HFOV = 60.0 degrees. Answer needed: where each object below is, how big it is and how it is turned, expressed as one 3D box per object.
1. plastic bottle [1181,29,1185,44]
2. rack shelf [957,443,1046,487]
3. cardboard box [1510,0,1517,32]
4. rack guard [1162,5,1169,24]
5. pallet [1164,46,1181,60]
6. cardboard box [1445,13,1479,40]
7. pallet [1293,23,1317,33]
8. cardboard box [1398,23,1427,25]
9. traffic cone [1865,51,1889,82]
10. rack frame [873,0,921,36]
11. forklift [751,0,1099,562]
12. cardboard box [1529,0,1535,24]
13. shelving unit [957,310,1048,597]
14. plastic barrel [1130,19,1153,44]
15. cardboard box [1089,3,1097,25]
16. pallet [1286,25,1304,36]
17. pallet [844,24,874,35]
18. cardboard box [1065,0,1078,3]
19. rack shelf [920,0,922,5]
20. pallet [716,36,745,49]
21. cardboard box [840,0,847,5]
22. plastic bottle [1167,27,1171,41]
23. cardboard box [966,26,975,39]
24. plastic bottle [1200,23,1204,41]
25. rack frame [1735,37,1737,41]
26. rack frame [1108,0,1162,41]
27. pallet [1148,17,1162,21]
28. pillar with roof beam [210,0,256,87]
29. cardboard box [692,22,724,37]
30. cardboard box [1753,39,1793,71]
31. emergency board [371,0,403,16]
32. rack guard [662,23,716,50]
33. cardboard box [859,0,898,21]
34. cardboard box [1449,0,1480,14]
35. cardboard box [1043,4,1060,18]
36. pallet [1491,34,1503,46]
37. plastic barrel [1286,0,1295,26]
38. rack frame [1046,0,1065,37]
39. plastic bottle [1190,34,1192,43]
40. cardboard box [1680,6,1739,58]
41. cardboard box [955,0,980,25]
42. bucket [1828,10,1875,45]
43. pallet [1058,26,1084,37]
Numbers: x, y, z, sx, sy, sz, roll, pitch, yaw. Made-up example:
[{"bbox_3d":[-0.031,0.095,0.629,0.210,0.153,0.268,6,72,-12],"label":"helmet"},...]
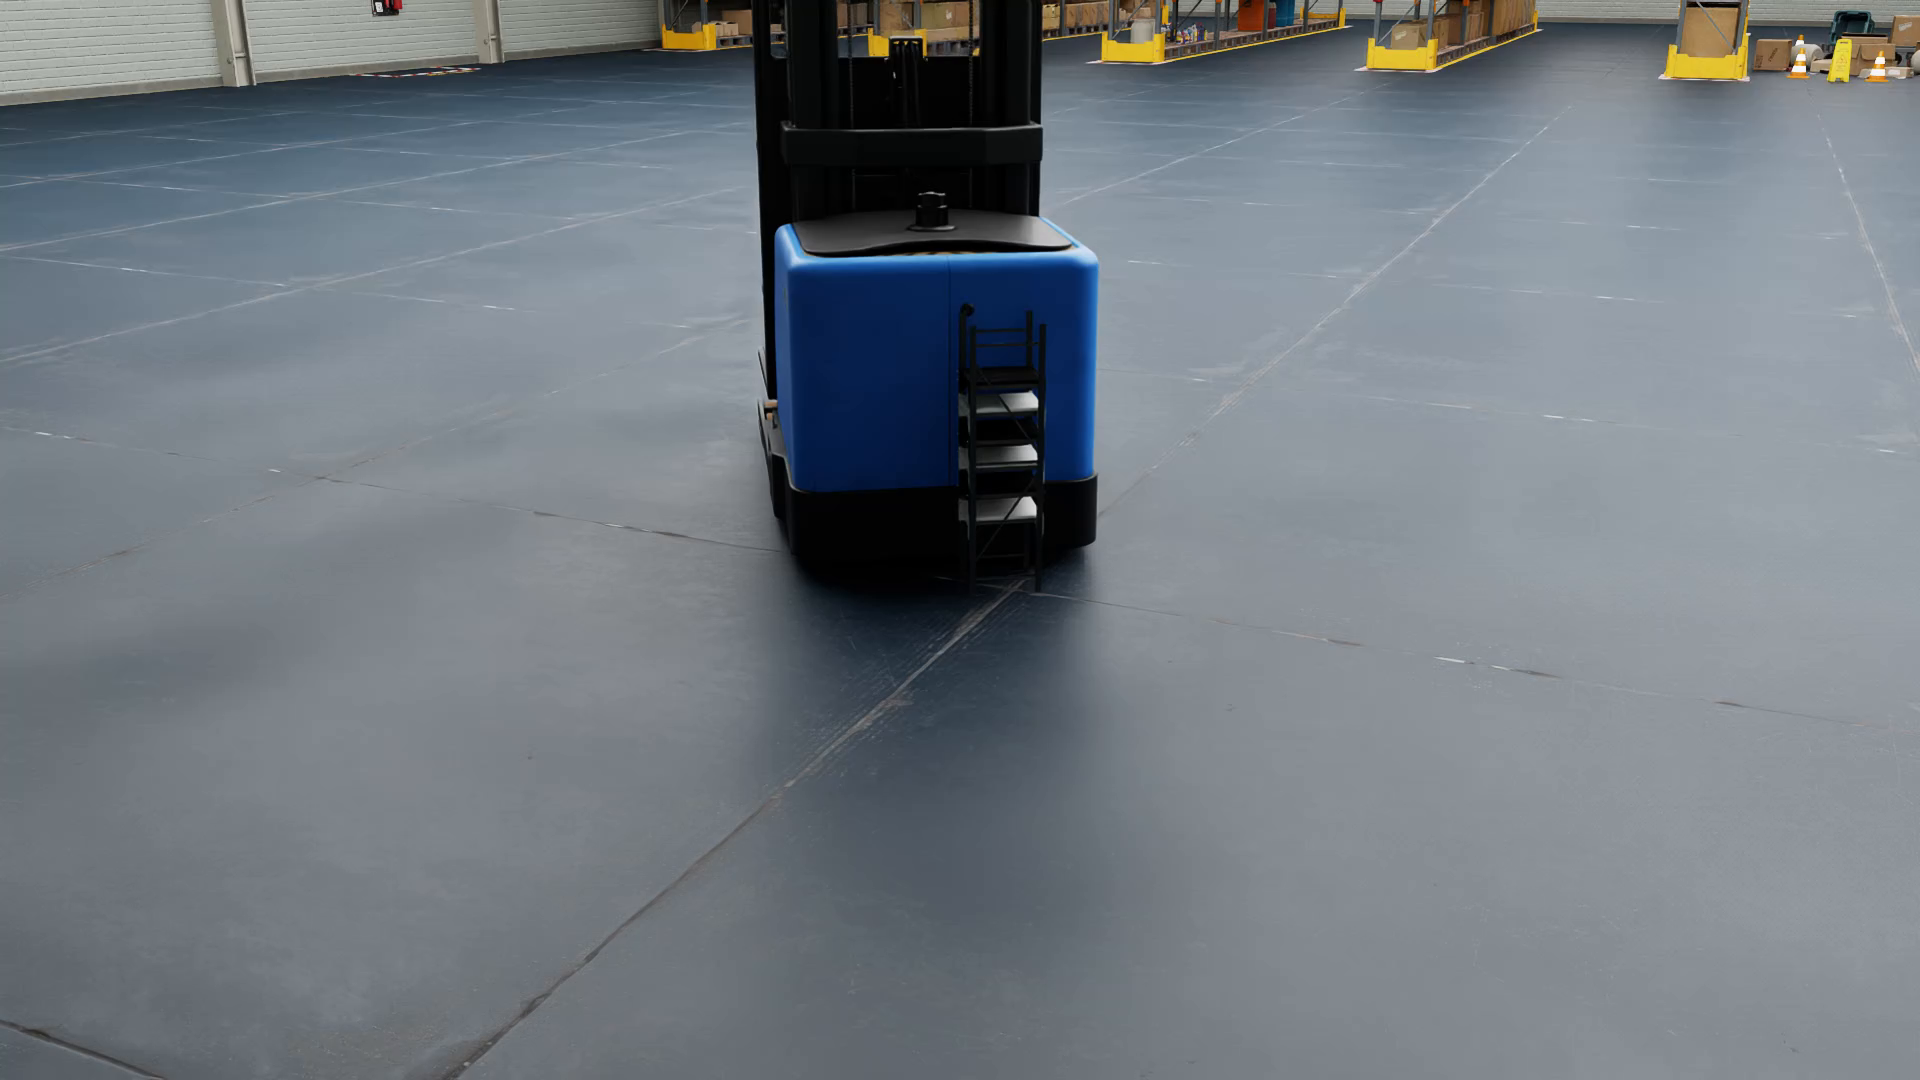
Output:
[{"bbox_3d":[4.409,-9.949,32.866,0.061,0.283,0.133,9,21,24],"label":"plastic bottle"},{"bbox_3d":[0.133,-0.245,5.415,0.258,0.077,0.200,-3,20,-9],"label":"rack shelf"},{"bbox_3d":[12.097,-12.158,38.222,1.225,0.875,0.875,8,21,21],"label":"cardboard box"},{"bbox_3d":[5.276,-14.815,46.880,1.175,0.500,0.348,9,21,23],"label":"rack guard"},{"bbox_3d":[3.599,-9.407,32.106,1.003,0.211,1.213,9,21,23],"label":"pallet"},{"bbox_3d":[10.370,-10.686,34.614,0.700,0.500,0.500,11,22,27],"label":"cardboard box"},{"bbox_3d":[8.453,-13.028,42.288,1.003,0.211,1.213,9,21,23],"label":"pallet"},{"bbox_3d":[8.276,-9.160,30.354,0.500,0.500,0.500,15,25,37],"label":"cardboard box"},{"bbox_3d":[14.680,-7.566,26.553,0.336,0.463,0.334,9,21,23],"label":"traffic cone"},{"bbox_3d":[-1.245,-11.125,32.773,1.000,3.000,0.127,9,21,23],"label":"rack frame"},{"bbox_3d":[-0.273,-1.764,6.554,1.130,2.935,3.031,-3,20,-9],"label":"forklift"},{"bbox_3d":[14.154,-13.645,42.406,0.875,0.875,0.875,9,21,23],"label":"cardboard box"},{"bbox_3d":[0.133,-0.277,5.404,0.258,0.900,0.210,-3,20,-9],"label":"shelving unit"},{"bbox_3d":[3.473,-9.681,31.801,0.421,0.512,0.421,0,20,0],"label":"plastic barrel"},{"bbox_3d":[3.107,-13.173,41.608,0.500,0.500,0.500,8,21,21],"label":"cardboard box"},{"bbox_3d":[7.833,-12.568,40.994,1.003,0.211,1.213,9,21,23],"label":"pallet"},{"bbox_3d":[-2.811,-12.696,41.354,1.003,0.211,1.213,9,21,23],"label":"pallet"},{"bbox_3d":[2.635,-13.602,41.695,0.500,0.250,0.500,8,21,22],"label":"cardboard box"},{"bbox_3d":[-0.426,-11.397,34.613,1.077,0.370,4.000,9,21,23],"label":"rack shelf"},{"bbox_3d":[-5.369,-10.756,35.898,1.003,0.211,1.213,9,21,23],"label":"pallet"},{"bbox_3d":[-3.027,-13.239,40.673,0.500,0.250,0.500,9,21,24],"label":"cardboard box"},{"bbox_3d":[4.253,-10.338,33.976,0.097,0.271,0.097,0,20,0],"label":"plastic bottle"},{"bbox_3d":[-0.002,-10.772,35.257,0.500,0.250,0.500,9,21,23],"label":"cardboard box"},{"bbox_3d":[4.910,-10.389,34.003,0.144,0.351,0.185,8,21,21],"label":"plastic bottle"},{"bbox_3d":[13.913,-10.276,30.386,1.000,3.000,0.127,9,21,23],"label":"rack frame"},{"bbox_3d":[3.273,-10.444,30.859,1.000,3.000,0.127,9,21,23],"label":"rack frame"},{"bbox_3d":[4.951,-14.435,46.243,1.003,0.211,1.213,9,21,23],"label":"pallet"},{"bbox_3d":[-7.254,-10.703,22.636,9.100,9.000,0.400,9,21,23],"label":"pillar with roof beam"},{"bbox_3d":[-5.400,-10.943,35.618,0.500,0.311,0.500,6,20,17],"label":"cardboard box"},{"bbox_3d":[14.214,-8.484,29.074,0.500,0.500,0.500,13,23,32],"label":"cardboard box"},{"bbox_3d":[-9.772,-9.551,28.350,0.194,1.169,0.643,9,21,23],"label":"emergency board"},{"bbox_3d":[-5.734,-10.649,35.165,1.175,0.500,0.348,9,21,23],"label":"rack guard"},{"bbox_3d":[-2.069,-13.641,42.429,0.750,0.750,0.750,8,21,22],"label":"cardboard box"},{"bbox_3d":[10.613,-11.220,34.997,0.500,0.250,0.500,11,22,29],"label":"cardboard box"},{"bbox_3d":[2.042,-12.543,39.401,0.500,0.311,0.500,9,22,24],"label":"cardboard box"},{"bbox_3d":[11.459,-11.127,36.940,1.003,0.211,1.213,9,21,23],"label":"pallet"},{"bbox_3d":[7.949,-13.157,40.994,0.600,0.901,0.708,9,21,23],"label":"plastic barrel"},{"bbox_3d":[2.031,-13.570,39.650,1.000,3.000,0.127,9,21,23],"label":"rack frame"},{"bbox_3d":[4.606,-10.073,33.335,0.097,0.201,0.097,0,20,0],"label":"plastic bottle"},{"bbox_3d":[12.493,-8.466,27.841,0.875,0.875,0.875,9,21,23],"label":"cardboard box"},{"bbox_3d":[0.188,-11.280,35.568,0.500,0.500,0.500,9,21,23],"label":"cardboard box"},{"bbox_3d":[15.961,-9.091,29.673,0.726,0.611,0.620,18,16,41],"label":"bucket"},{"bbox_3d":[2.372,-12.479,40.744,1.003,0.211,1.213,9,21,23],"label":"pallet"}]
